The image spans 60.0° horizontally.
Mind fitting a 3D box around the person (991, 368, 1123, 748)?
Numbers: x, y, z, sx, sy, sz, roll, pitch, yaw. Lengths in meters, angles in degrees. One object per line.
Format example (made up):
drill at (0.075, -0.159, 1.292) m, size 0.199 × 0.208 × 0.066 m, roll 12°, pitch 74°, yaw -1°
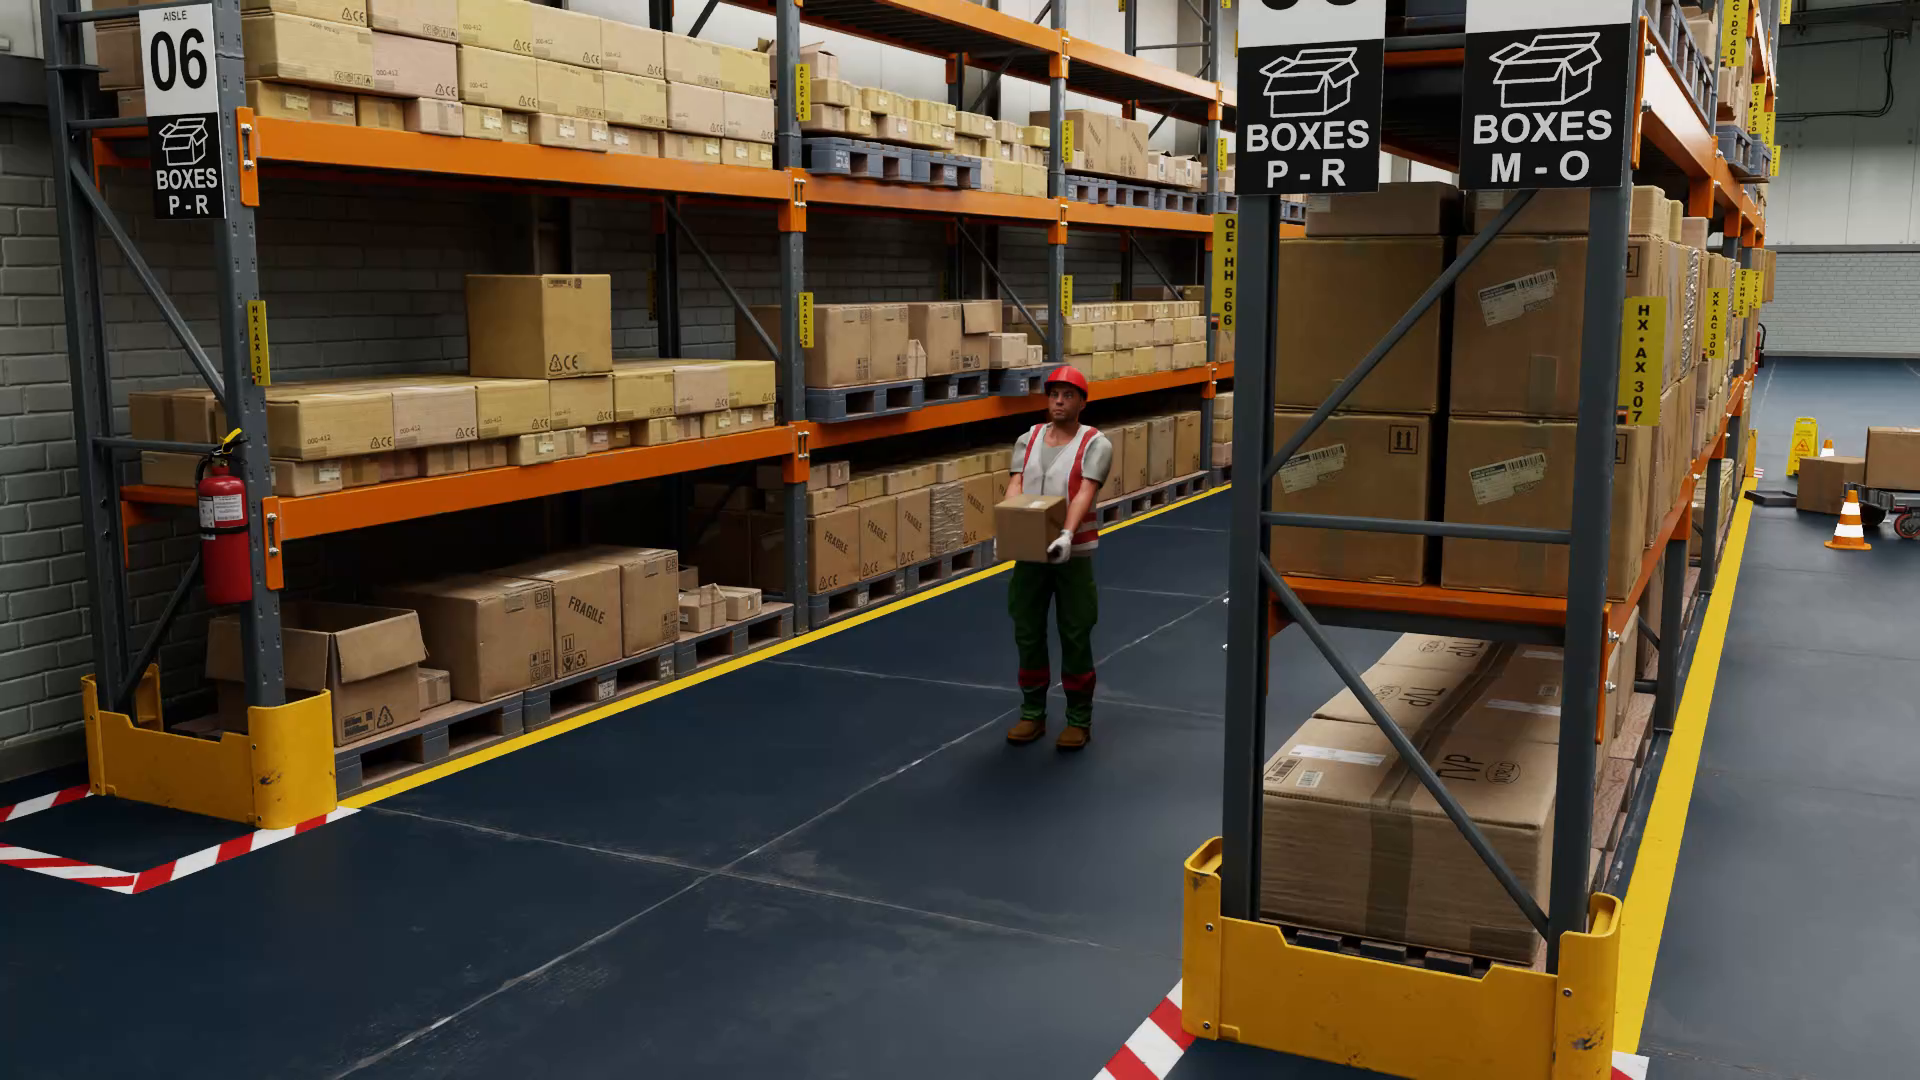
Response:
person at (0.461, 0.082, 7.799) m, size 0.620 × 1.778 × 0.446 m, roll 4°, pitch 10°, yaw 23°
